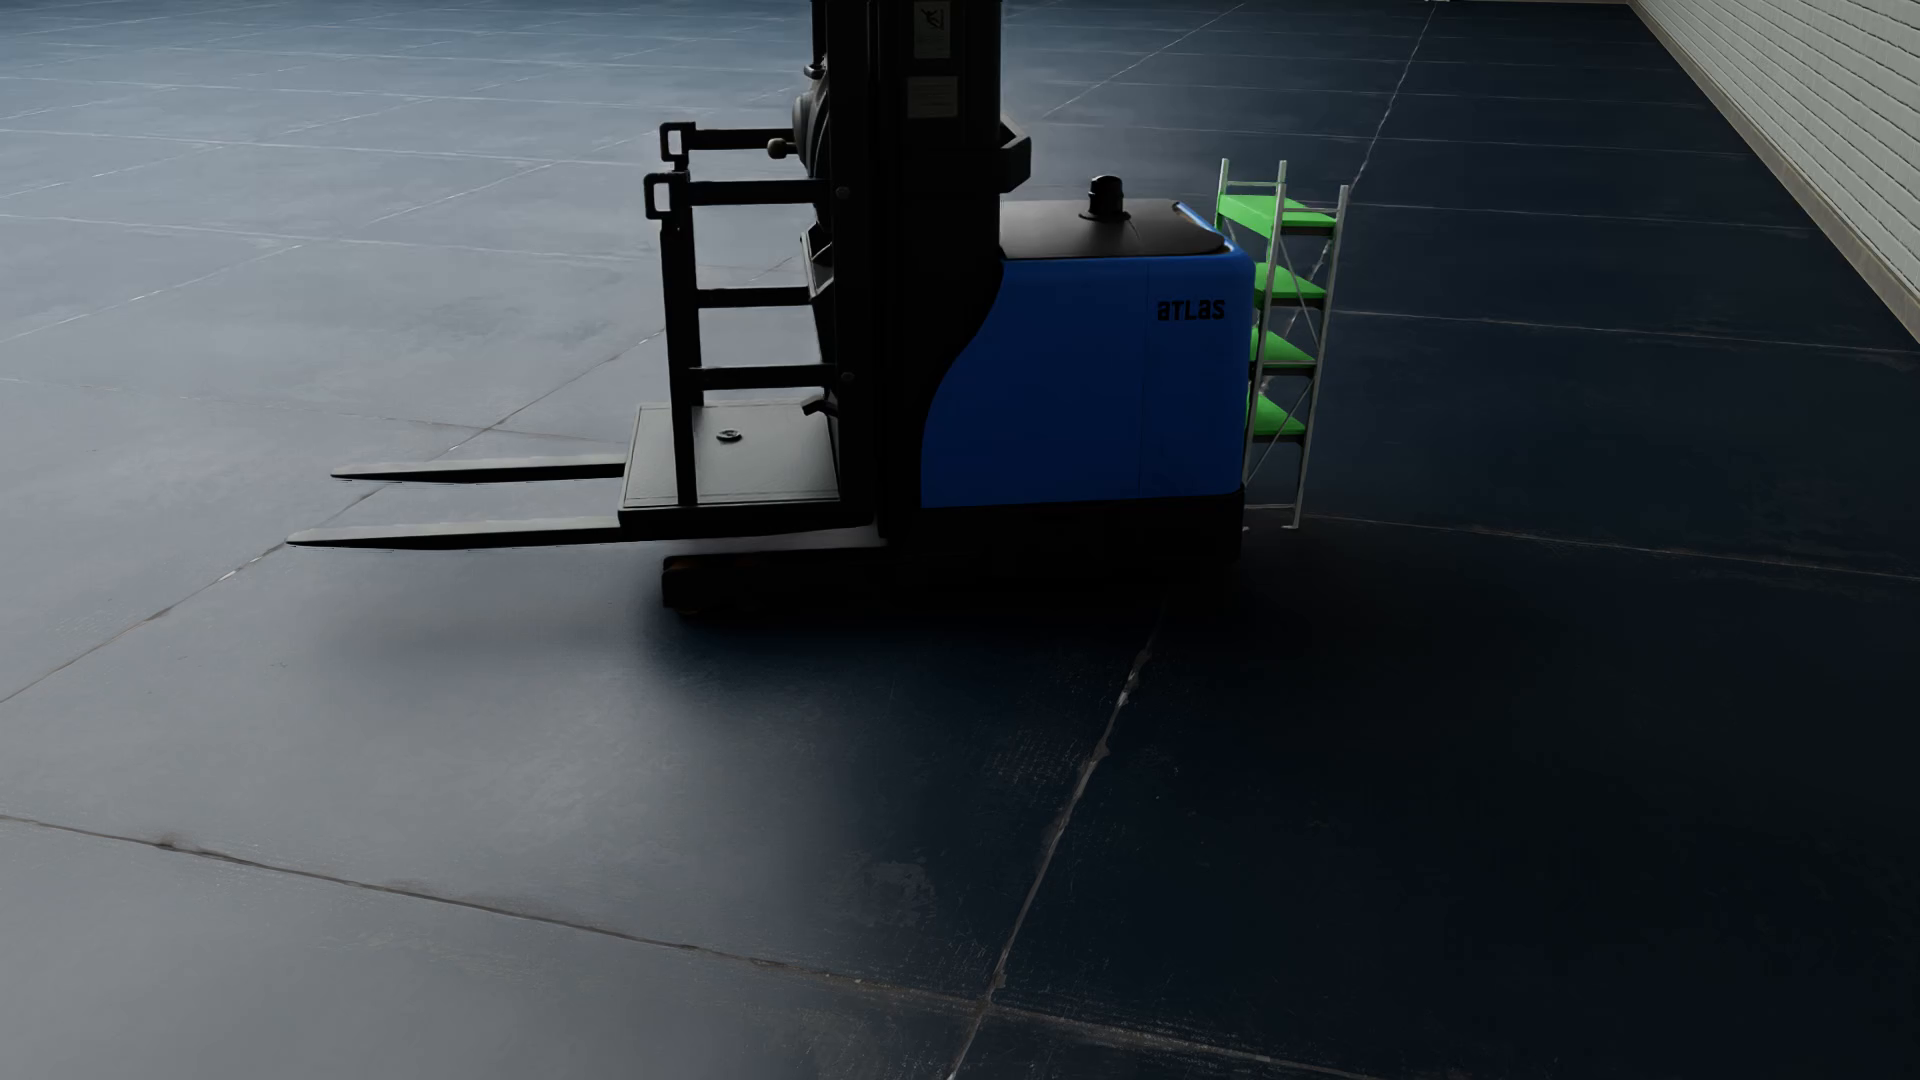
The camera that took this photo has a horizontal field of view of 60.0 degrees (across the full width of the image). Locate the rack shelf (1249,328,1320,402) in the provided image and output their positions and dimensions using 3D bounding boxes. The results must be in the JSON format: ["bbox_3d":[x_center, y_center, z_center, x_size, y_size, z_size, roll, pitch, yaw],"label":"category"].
[{"bbox_3d":[1.051,-0.628,5.867,0.258,0.148,0.480,-2,22,-14],"label":"rack shelf"}]

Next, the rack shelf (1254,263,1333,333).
[{"bbox_3d":[1.067,-0.851,5.780,0.258,0.148,0.480,-2,22,-14],"label":"rack shelf"}]

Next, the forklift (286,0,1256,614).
[{"bbox_3d":[-0.632,-1.338,5.170,3.031,2.935,1.130,-3,22,-6],"label":"forklift"}]

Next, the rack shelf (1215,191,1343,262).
[{"bbox_3d":[1.082,-1.074,5.692,0.258,0.148,0.480,-2,22,-14],"label":"rack shelf"}]

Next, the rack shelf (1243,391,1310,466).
[{"bbox_3d":[1.036,-0.405,5.955,0.258,0.148,0.480,-2,22,-14],"label":"rack shelf"}]

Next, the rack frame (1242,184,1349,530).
[{"bbox_3d":[1.113,-0.597,5.624,0.240,1.200,0.015,-2,22,-14],"label":"rack frame"}]

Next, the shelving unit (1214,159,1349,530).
[{"bbox_3d":[1.056,-0.688,5.844,0.258,1.200,0.503,-2,22,-14],"label":"shelving unit"}]

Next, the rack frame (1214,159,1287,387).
[{"bbox_3d":[0.998,-0.778,6.063,0.240,1.200,0.015,-2,22,-14],"label":"rack frame"}]
